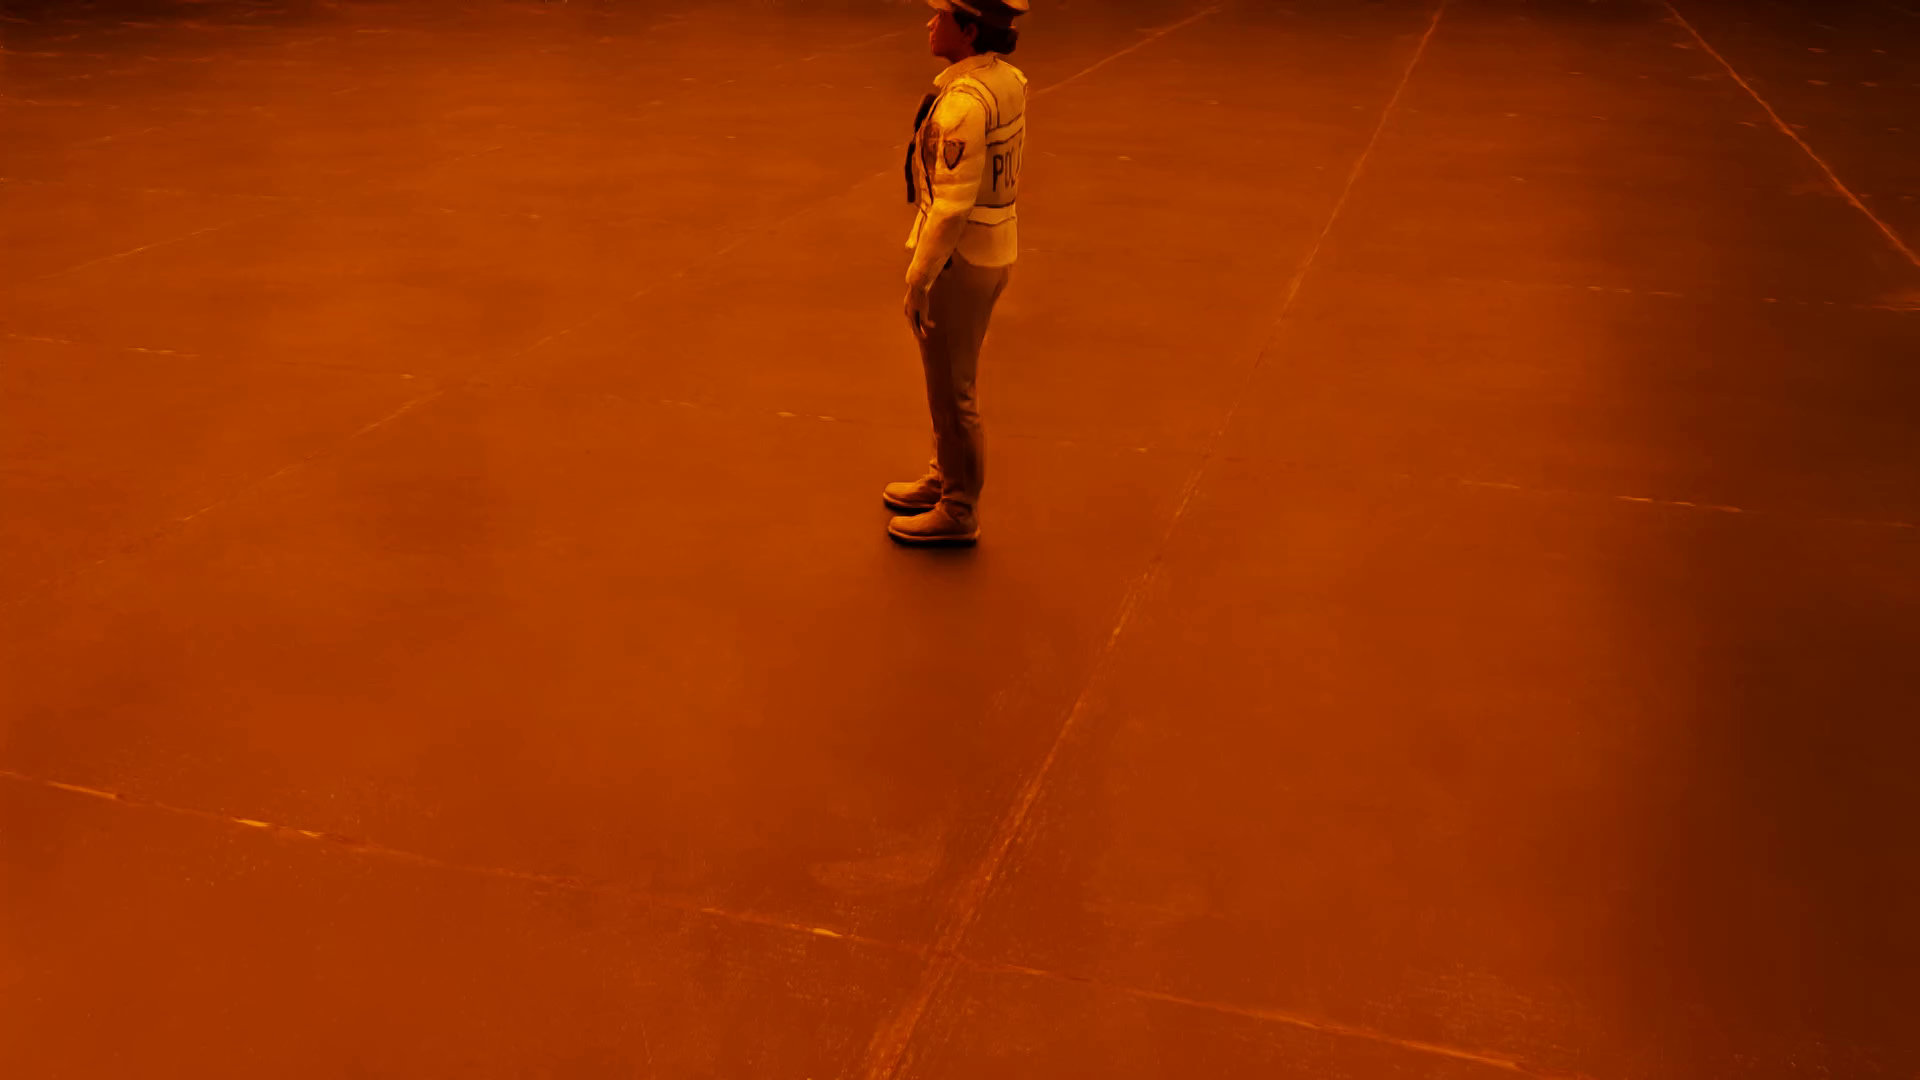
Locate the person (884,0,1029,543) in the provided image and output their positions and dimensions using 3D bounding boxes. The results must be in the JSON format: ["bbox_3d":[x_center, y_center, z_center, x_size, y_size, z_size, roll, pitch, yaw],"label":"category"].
[{"bbox_3d":[-0.062,-0.800,4.819,0.532,1.695,0.586,7,23,16],"label":"person"}]
